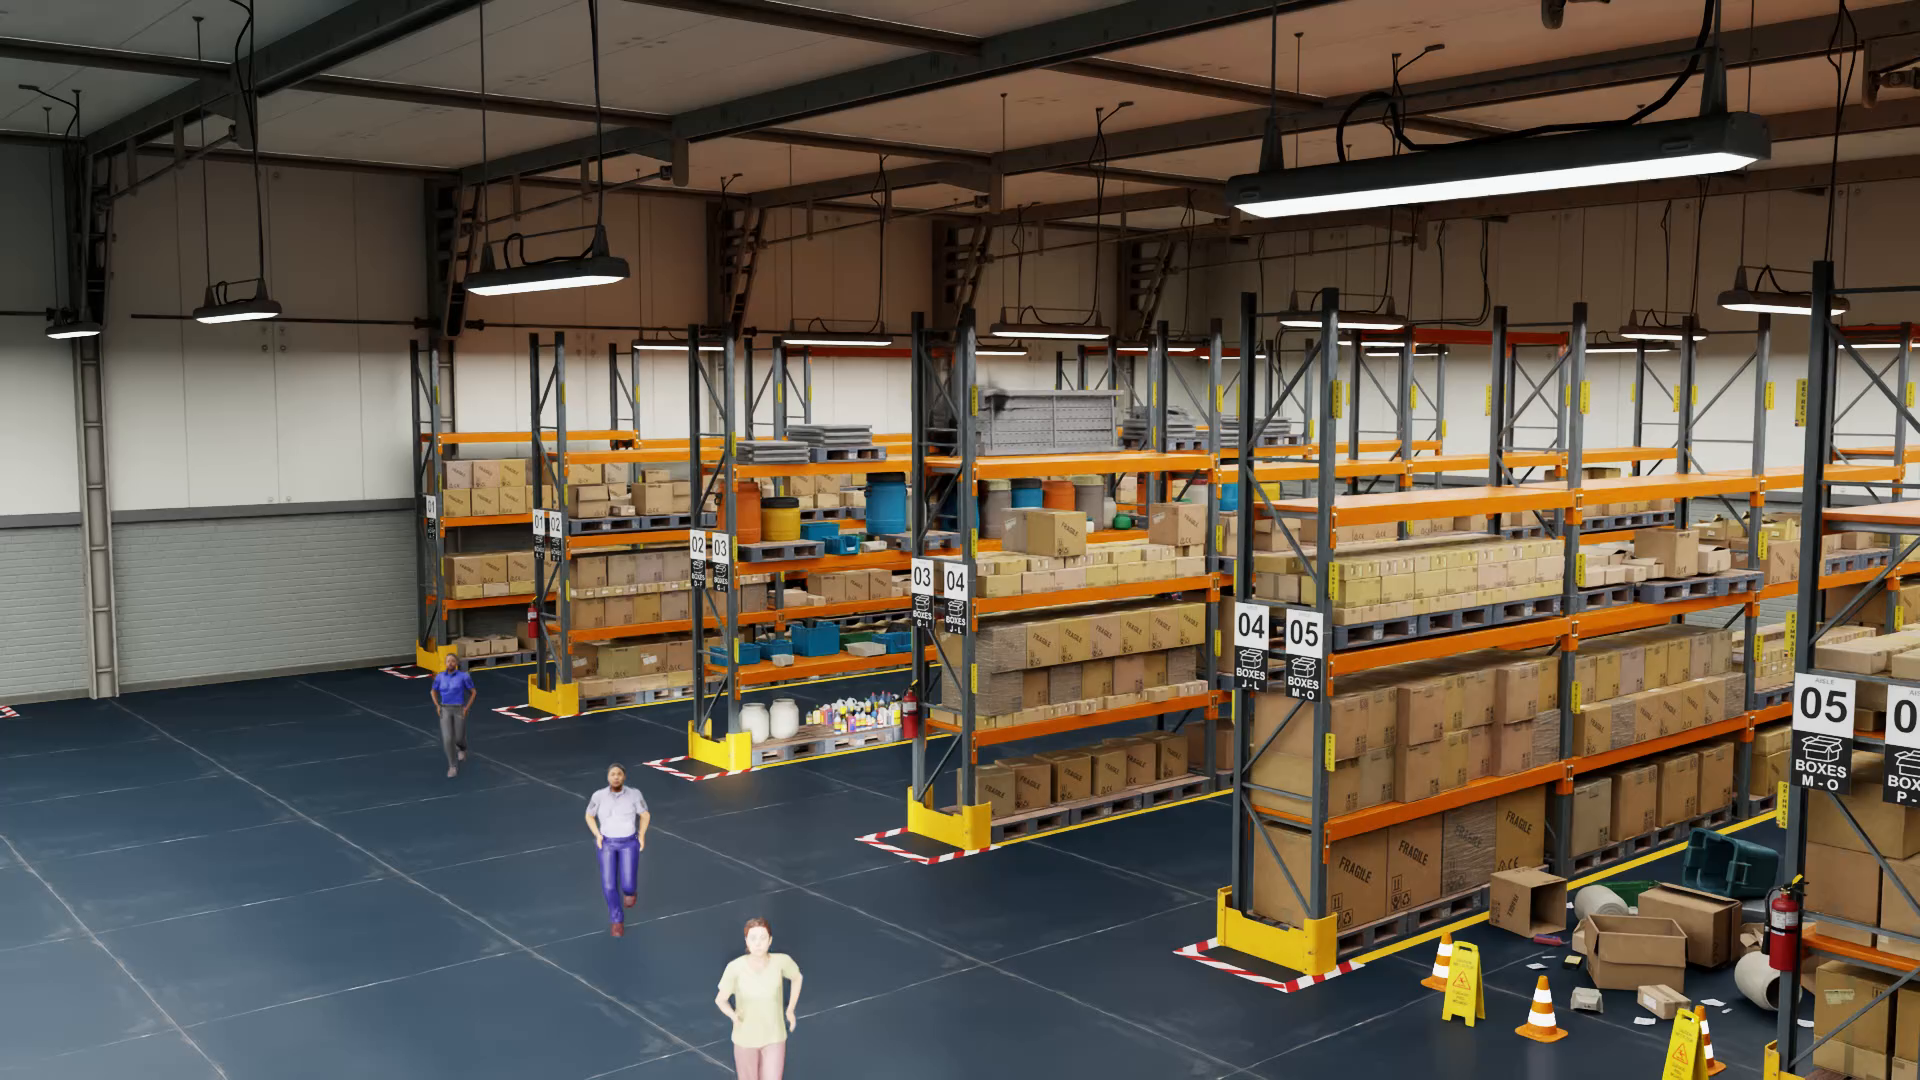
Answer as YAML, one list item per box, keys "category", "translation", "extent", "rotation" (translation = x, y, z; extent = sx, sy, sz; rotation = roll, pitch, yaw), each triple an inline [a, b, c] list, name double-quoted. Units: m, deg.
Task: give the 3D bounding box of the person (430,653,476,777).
- category: "person"
  translation: [-6.773, 2.497, 22.264]
  extent: [0.593, 1.242, 0.670]
  rotation: [-1, 5, -10]

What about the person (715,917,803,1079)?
- category: "person"
  translation: [-1.324, 3.312, 11.002]
  extent: [0.578, 1.663, 0.935]
  rotation: [-1, 5, -7]

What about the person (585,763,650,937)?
- category: "person"
  translation: [-3.261, 2.957, 15.848]
  extent: [0.607, 1.531, 0.582]
  rotation: [-1, 5, -9]
